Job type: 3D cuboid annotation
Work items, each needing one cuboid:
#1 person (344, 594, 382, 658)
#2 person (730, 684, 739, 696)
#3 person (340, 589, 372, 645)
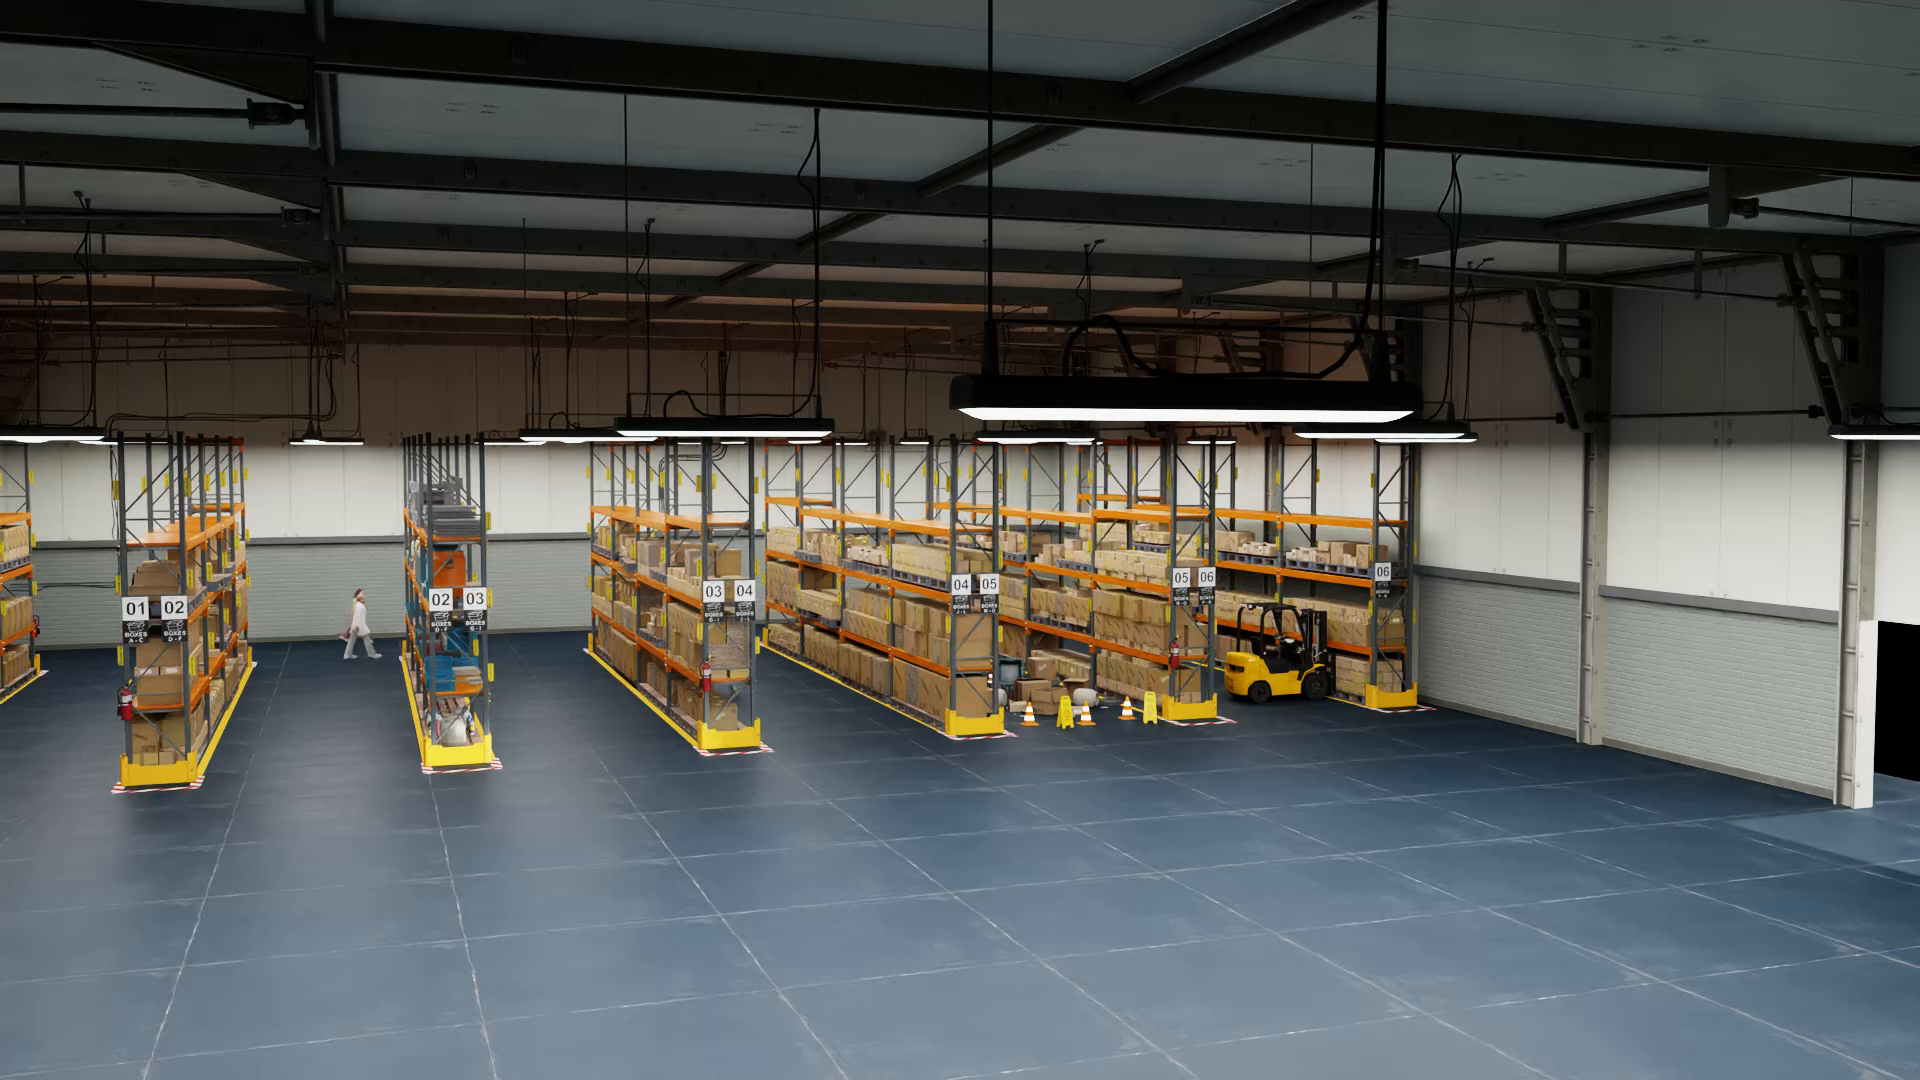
[{"bbox_3d":[-16.272,2.334,45.135,0.569,1.735,0.990,3,4,42],"label":"person"},{"bbox_3d":[-5.161,2.706,38.439,0.578,1.712,0.989,-2,4,-33],"label":"person"},{"bbox_3d":[-17.586,2.228,48.443,1.063,1.616,0.449,0,3,7],"label":"person"}]
